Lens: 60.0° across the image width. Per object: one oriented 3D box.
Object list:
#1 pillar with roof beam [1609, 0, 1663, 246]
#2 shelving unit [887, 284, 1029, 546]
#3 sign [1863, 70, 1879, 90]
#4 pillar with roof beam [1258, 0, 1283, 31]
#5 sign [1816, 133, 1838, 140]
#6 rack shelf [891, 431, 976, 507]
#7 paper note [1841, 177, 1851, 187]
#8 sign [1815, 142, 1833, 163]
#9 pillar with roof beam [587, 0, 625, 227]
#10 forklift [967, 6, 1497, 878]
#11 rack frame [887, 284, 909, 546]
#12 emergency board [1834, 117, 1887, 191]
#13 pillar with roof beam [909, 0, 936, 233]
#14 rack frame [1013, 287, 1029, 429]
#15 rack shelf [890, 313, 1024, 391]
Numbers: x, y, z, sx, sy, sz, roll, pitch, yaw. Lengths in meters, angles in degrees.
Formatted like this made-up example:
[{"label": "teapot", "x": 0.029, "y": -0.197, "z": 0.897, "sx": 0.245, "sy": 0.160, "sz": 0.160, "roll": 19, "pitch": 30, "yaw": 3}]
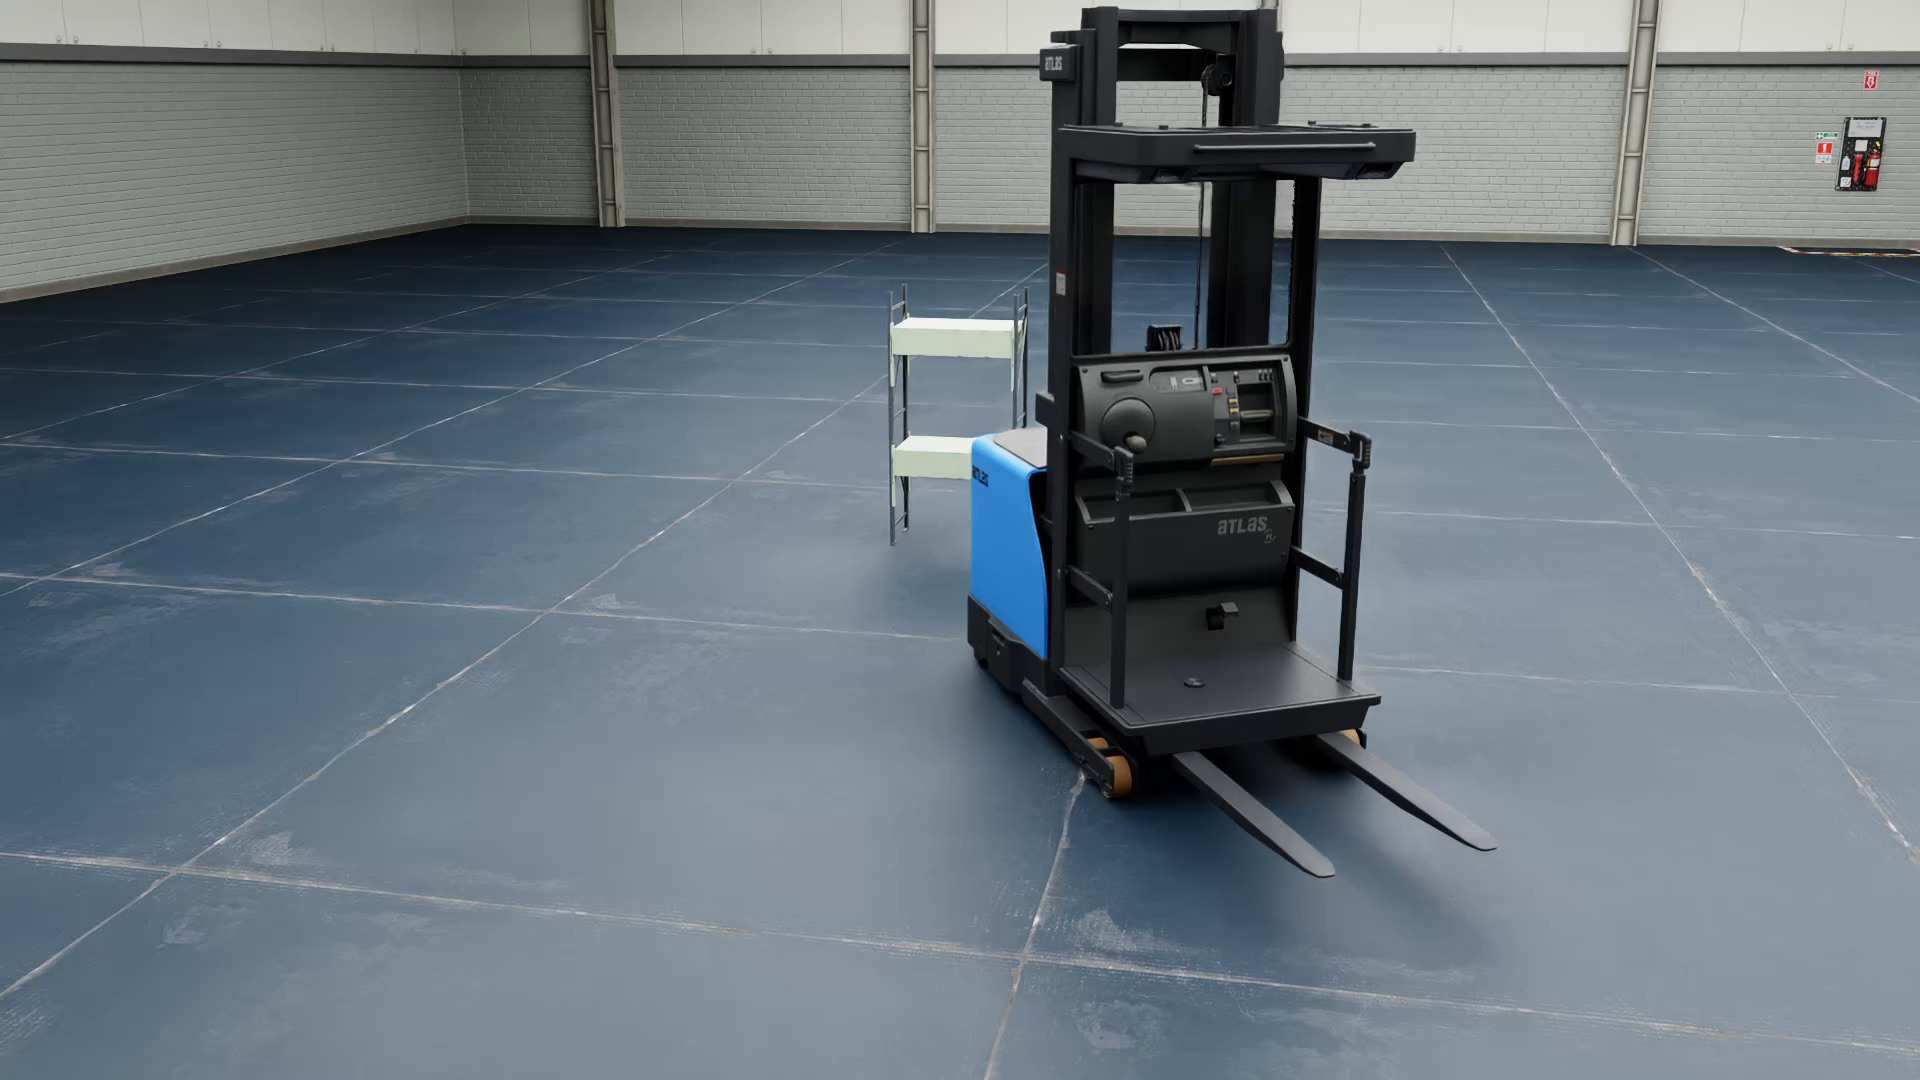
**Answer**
[{"label": "pillar with roof beam", "x": 10.241, "y": -8.162, "z": 22.599, "sx": 0.400, "sy": 9.000, "sz": 9.100, "roll": 3, "pitch": 16, "yaw": 11}, {"label": "shelving unit", "x": -0.007, "y": -0.723, "z": 9.793, "sx": 0.755, "sy": 1.500, "sz": 0.431, "roll": 3, "pitch": 16, "yaw": 11}, {"label": "sign", "x": 14.577, "y": -7.362, "z": 26.610, "sx": 0.199, "sy": 0.298, "sz": 0.001, "roll": 3, "pitch": 16, "yaw": 11}, {"label": "pillar with roof beam", "x": 4.362, "y": -8.481, "z": 23.751, "sx": 0.400, "sy": 9.000, "sz": 9.100, "roll": 3, "pitch": 16, "yaw": 11}, {"label": "sign", "x": 14.046, "y": -6.545, "z": 26.942, "sx": 0.331, "sy": 0.109, "sz": 0.001, "roll": 3, "pitch": 16, "yaw": 11}, {"label": "rack shelf", "x": -0.007, "y": -0.409, "z": 9.880, "sx": 0.720, "sy": 0.370, "sz": 0.431, "roll": 3, "pitch": 16, "yaw": 11}, {"label": "paper note", "x": 14.405, "y": -5.822, "z": 27.040, "sx": 0.142, "sy": 0.148, "sz": 0.016, "roll": 3, "pitch": 16, "yaw": 11}, {"label": "sign", "x": 14.044, "y": -6.292, "z": 27.022, "sx": 0.234, "sy": 0.329, "sz": 0.001, "roll": 3, "pitch": 16, "yaw": 11}, {"label": "pillar with roof beam", "x": -7.398, "y": -9.119, "z": 26.056, "sx": 0.400, "sy": 9.000, "sz": 9.100, "roll": 3, "pitch": 16, "yaw": 11}, {"label": "forklift", "x": 0.983, "y": -0.538, "z": 6.442, "sx": 1.130, "sy": 2.935, "sz": 3.031, "roll": -5, "pitch": 16, "yaw": -18}, {"label": "rack frame", "x": -0.365, "y": -0.743, "z": 9.863, "sx": 0.023, "sy": 1.500, "sz": 0.400, "roll": 3, "pitch": 16, "yaw": 11}, {"label": "emergency board", "x": 14.565, "y": -6.219, "z": 26.823, "sx": 0.643, "sy": 1.169, "sz": 0.194, "roll": 3, "pitch": 16, "yaw": 11}, {"label": "pillar with roof beam", "x": -1.518, "y": -8.800, "z": 24.903, "sx": 0.400, "sy": 9.000, "sz": 9.100, "roll": 3, "pitch": 16, "yaw": 11}, {"label": "rack frame", "x": 0.352, "y": -0.704, "z": 9.723, "sx": 0.023, "sy": 1.500, "sz": 0.400, "roll": 3, "pitch": 16, "yaw": 11}, {"label": "rack shelf", "x": -0.007, "y": -1.099, "z": 9.689, "sx": 0.720, "sy": 0.370, "sz": 0.431, "roll": 3, "pitch": 16, "yaw": 11}]
